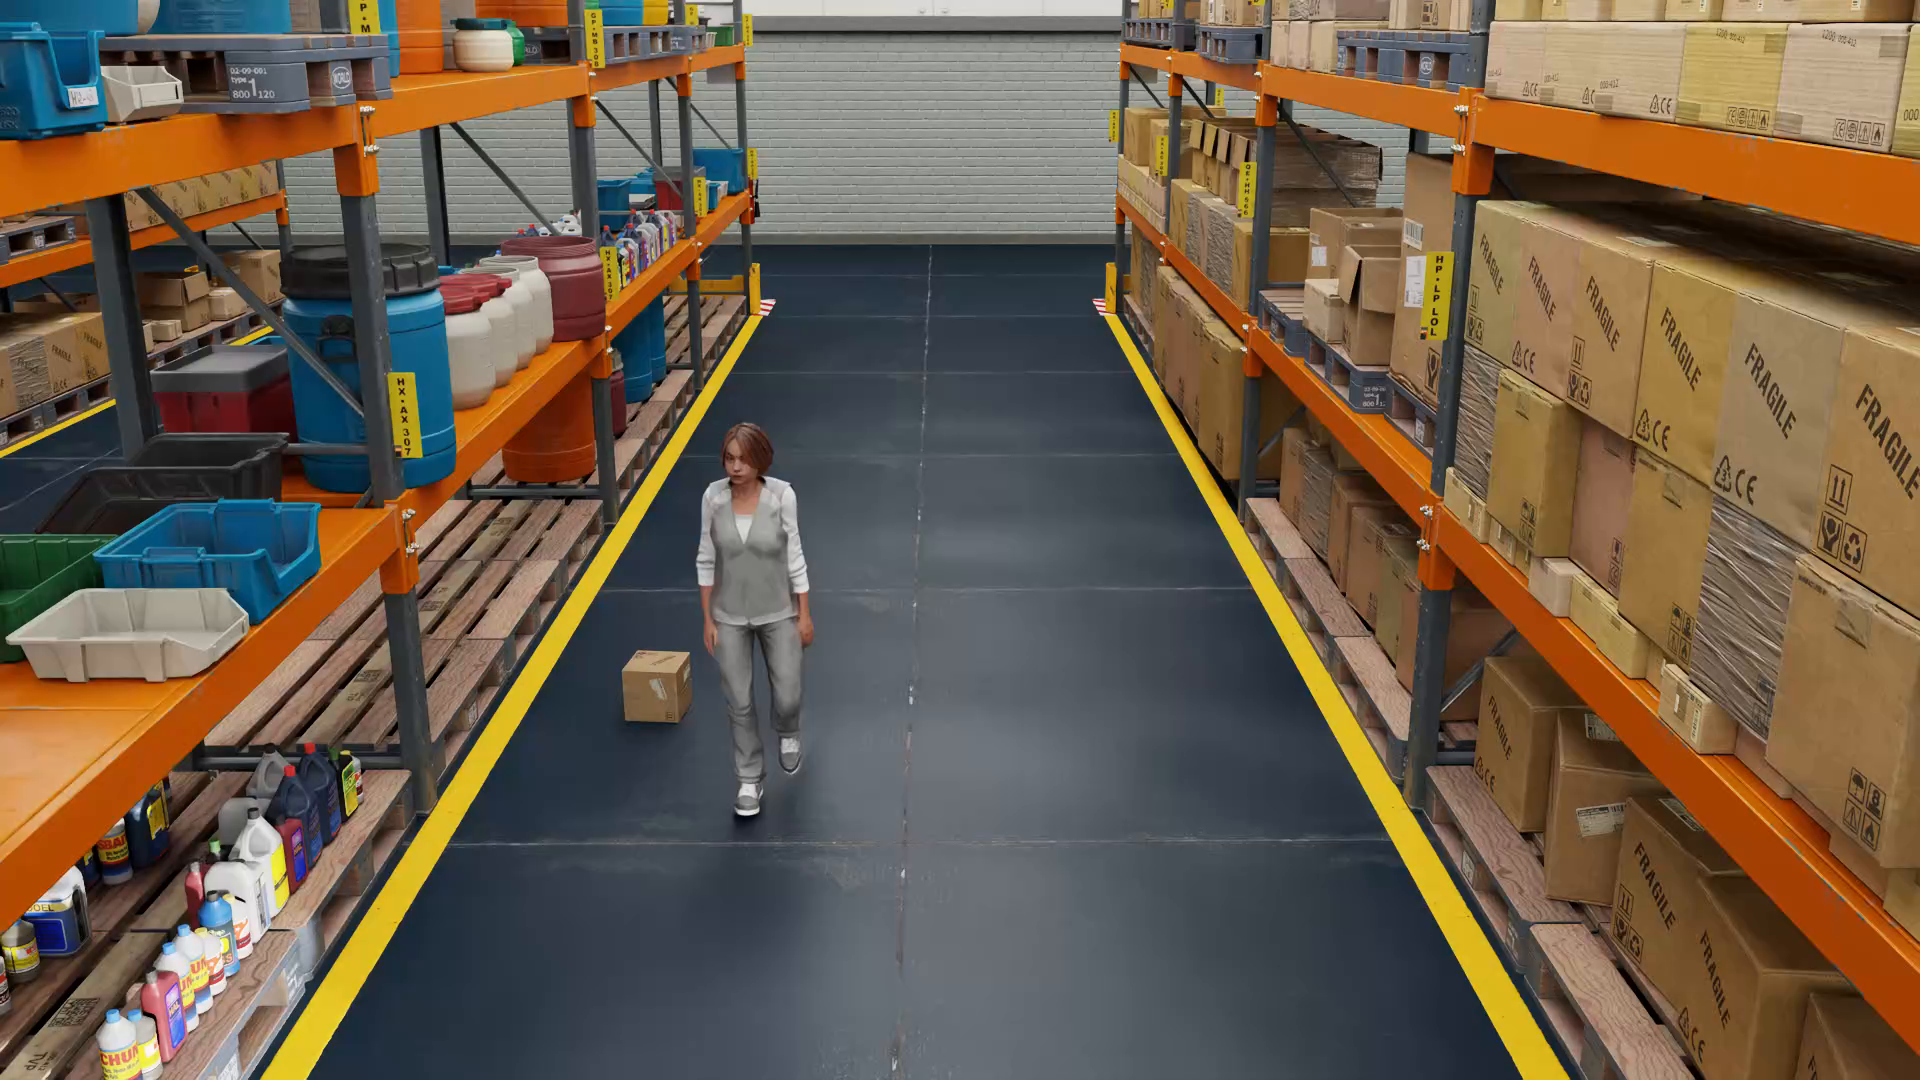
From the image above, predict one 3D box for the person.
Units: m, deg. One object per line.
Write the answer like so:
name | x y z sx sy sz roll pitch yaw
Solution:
person | -0.797 0.293 6.557 0.445 1.591 0.467 1 17 2
